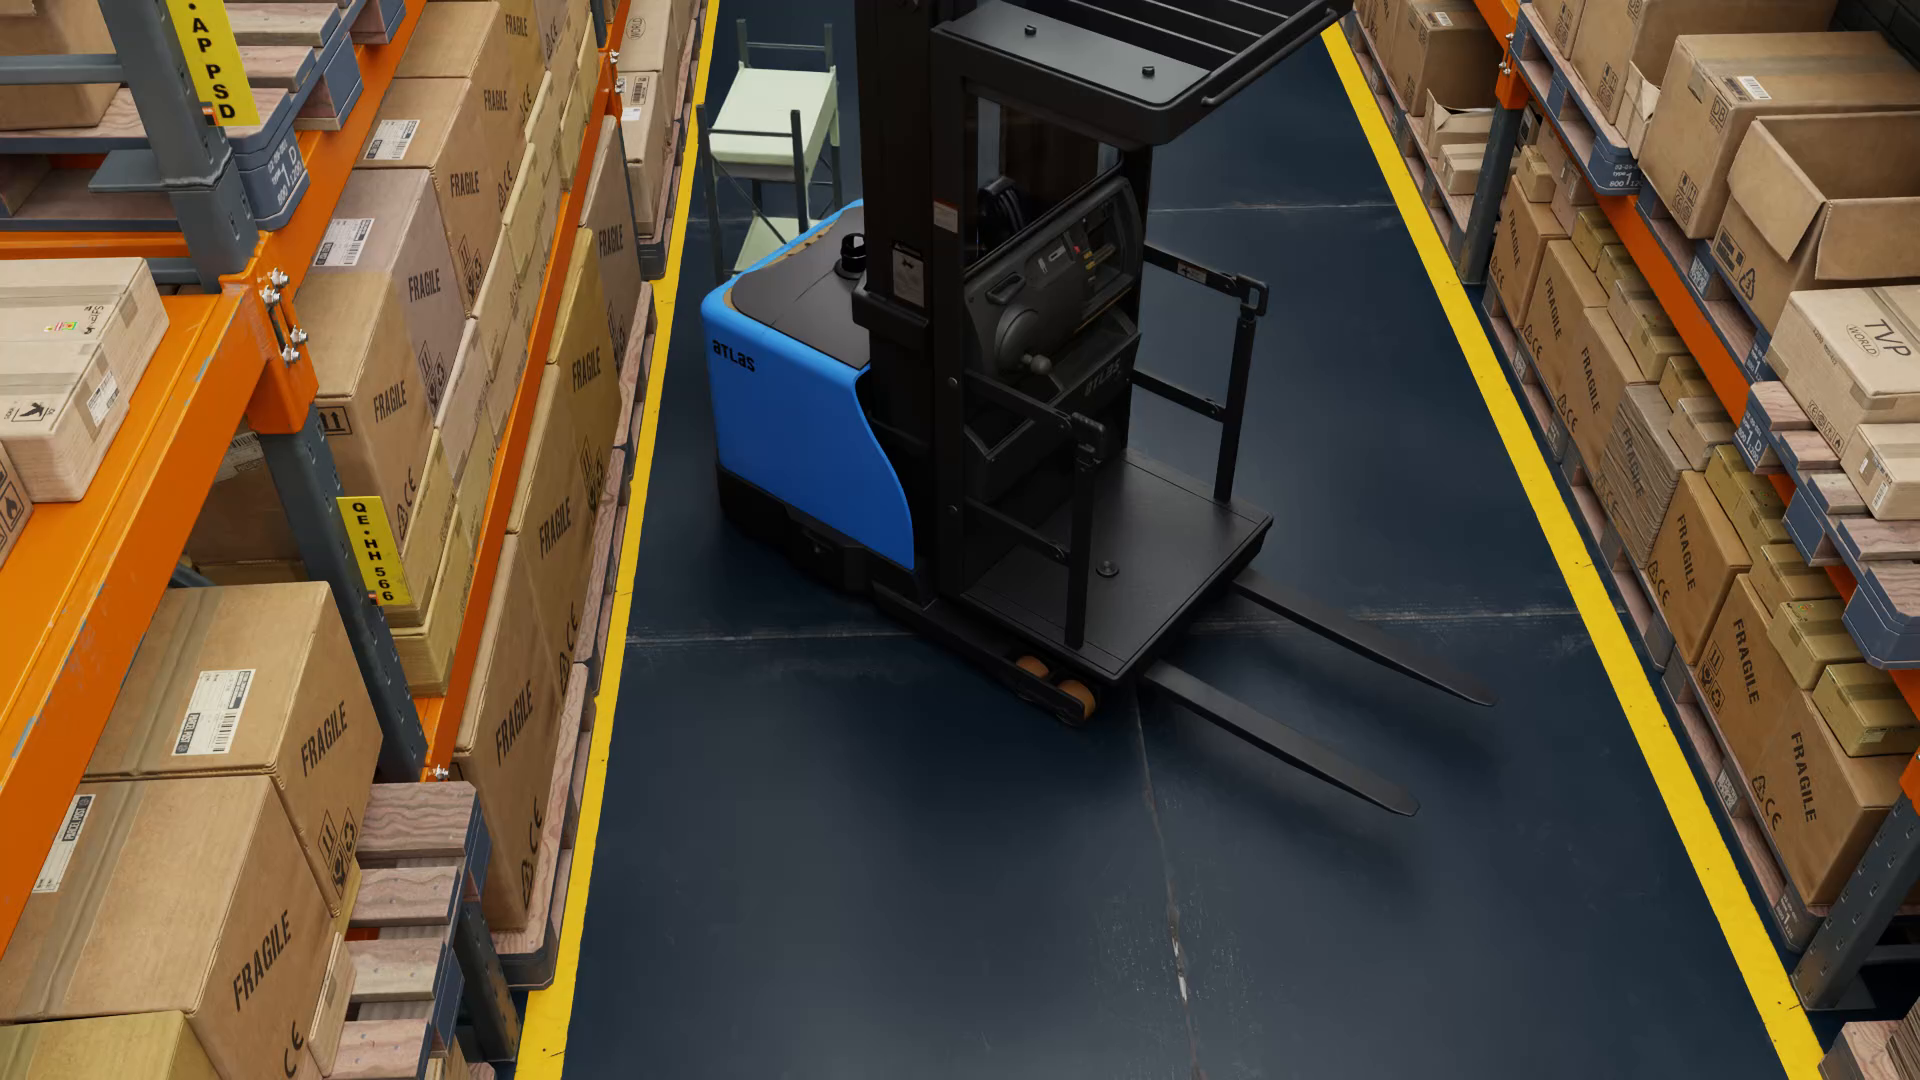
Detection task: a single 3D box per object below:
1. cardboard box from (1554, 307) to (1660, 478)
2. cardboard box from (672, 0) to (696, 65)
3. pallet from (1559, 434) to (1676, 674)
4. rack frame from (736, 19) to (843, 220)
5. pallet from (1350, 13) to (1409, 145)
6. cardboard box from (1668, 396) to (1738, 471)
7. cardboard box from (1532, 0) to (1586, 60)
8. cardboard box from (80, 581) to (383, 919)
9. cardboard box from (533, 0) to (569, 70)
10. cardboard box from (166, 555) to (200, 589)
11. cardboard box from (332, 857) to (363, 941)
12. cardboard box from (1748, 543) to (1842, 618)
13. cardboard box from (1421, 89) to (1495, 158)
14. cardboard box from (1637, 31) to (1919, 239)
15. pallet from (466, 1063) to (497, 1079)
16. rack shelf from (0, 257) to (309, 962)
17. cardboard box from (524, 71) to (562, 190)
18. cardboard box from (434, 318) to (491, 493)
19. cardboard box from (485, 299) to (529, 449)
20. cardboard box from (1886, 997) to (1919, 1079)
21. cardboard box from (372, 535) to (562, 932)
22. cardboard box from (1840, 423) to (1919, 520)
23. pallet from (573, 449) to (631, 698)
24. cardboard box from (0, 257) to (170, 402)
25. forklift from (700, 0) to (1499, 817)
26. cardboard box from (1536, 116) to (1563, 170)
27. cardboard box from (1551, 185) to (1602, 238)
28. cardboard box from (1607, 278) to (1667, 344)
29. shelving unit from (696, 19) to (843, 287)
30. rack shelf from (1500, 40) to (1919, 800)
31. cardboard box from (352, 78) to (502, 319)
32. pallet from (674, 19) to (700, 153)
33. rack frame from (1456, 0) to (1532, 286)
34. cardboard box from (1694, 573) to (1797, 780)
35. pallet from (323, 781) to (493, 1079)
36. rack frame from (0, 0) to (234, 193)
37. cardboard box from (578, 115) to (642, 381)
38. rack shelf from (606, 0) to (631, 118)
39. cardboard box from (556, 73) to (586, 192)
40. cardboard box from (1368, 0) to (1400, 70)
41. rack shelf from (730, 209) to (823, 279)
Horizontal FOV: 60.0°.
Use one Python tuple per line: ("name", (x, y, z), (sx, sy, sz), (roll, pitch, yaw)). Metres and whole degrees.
("cardboard box", (2.789, -0.602, 6.726), (0.500, 0.500, 0.500), (-3, 43, -3))
("cardboard box", (-2.010, -3.103, 9.501), (0.875, 0.438, 0.875), (-1, 43, -1))
("pallet", (3.071, 0.004, 6.590), (1.003, 0.211, 1.213), (-2, 43, -2))
("rack frame", (-0.723, -1.579, 7.363), (0.400, 1.500, 0.023), (4, 43, 5))
("pallet", (2.861, -2.659, 9.495), (1.003, 0.211, 1.213), (-2, 43, -2))
("cardboard box", (2.812, -0.392, 6.017), (0.380, 0.149, 0.250), (-4, 43, -4))
("cardboard box", (2.741, -2.256, 6.607), (0.700, 0.500, 0.500), (-1, 43, -1))
("cardboard box", (-1.548, 0.445, 3.440), (0.500, 0.500, 0.500), (-3, 43, -3))
("cardboard box", (-1.716, -2.015, 5.914), (0.500, 0.500, 0.500), (-1, 43, -1))
("cardboard box", (-2.120, -0.001, 4.272), (0.500, 0.250, 0.500), (-2, 43, -2))
("cardboard box", (-1.512, 0.779, 3.556), (0.380, 0.149, 0.250), (-1, 43, -1))
("cardboard box", (2.830, 0.142, 5.435), (0.380, 0.149, 0.250), (-3, 43, -3))
("cardboard box", (2.612, -2.153, 8.592), (0.396, 0.266, 0.258), (0, 43, 0))
("cardboard box", (2.796, -1.377, 5.648), (0.700, 0.500, 0.500), (-2, 43, -2))
("pallet", (-1.813, 2.003, 4.408), (1.003, 0.211, 1.213), (-2, 43, -2))
("rack shelf", (-1.760, 0.957, 1.798), (1.077, 0.370, 4.000), (-2, 43, -2))
("cardboard box", (-1.697, -1.404, 5.803), (0.500, 0.250, 0.500), (-1, 43, -1))
("cardboard box", (-1.641, -0.380, 4.685), (0.500, 0.250, 0.500), (-1, 43, -1))
("cardboard box", (-1.670, -0.535, 5.225), (0.500, 0.250, 0.500), (0, 43, 0))
("cardboard box", (3.127, 1.445, 4.401), (0.875, 0.625, 0.625), (0, 43, 0))
("cardboard box", (-1.791, 0.607, 5.129), (0.875, 0.875, 0.875), (-2, 43, -2))
("cardboard box", (2.703, -0.192, 4.615), (0.380, 0.149, 0.250), (-1, 43, -1))
("pallet", (-1.852, 0.119, 6.463), (1.003, 0.211, 1.213), (-2, 43, -2))
("cardboard box", (-1.622, -0.359, 2.888), (0.380, 0.149, 0.250), (-2, 43, -2))
("forklift", (0.493, -0.820, 5.476), (3.031, 2.935, 1.130), (28, 49, 27))
("cardboard box", (2.754, -1.732, 7.258), (0.380, 0.149, 0.250), (-2, 43, -3))
("cardboard box", (2.782, -1.436, 7.155), (0.380, 0.149, 0.250), (-3, 43, -3))
("cardboard box", (2.803, -0.908, 6.580), (0.380, 0.149, 0.250), (-2, 43, -2))
("shelving unit", (-0.765, -1.334, 7.095), (0.431, 1.500, 0.755), (4, 43, 5))
("rack shelf", (3.029, -0.782, 5.916), (1.077, 0.370, 4.000), (-2, 43, -2))
("cardboard box", (-1.659, -0.982, 4.788), (0.500, 0.500, 0.500), (-1, 43, -1))
("pallet", (-2.024, -2.566, 9.393), (1.003, 0.211, 1.213), (-2, 43, -2))
("rack frame", (2.944, -2.398, 7.146), (1.000, 3.000, 0.127), (-2, 43, -2))
("cardboard box", (2.870, 0.452, 5.576), (0.500, 0.500, 0.500), (-2, 43, -2))
("pallet", (-1.708, 0.996, 3.585), (1.213, 0.211, 1.003), (-2, 43, -2))
("rack frame", (-1.845, -1.764, 2.015), (1.000, 3.000, 0.127), (-2, 43, -2))
("cardboard box", (-1.909, -1.208, 7.110), (0.875, 0.875, 0.875), (0, 43, 0))
("rack shelf", (-2.100, -3.338, 8.704), (1.077, 0.370, 4.000), (-2, 43, -2))
("cardboard box", (-1.724, -1.558, 6.341), (0.500, 0.250, 0.500), (-2, 43, -2))
("cardboard box", (2.625, -2.978, 9.318), (0.500, 0.500, 0.500), (-1, 43, -1))
("rack shelf", (-0.765, -1.093, 7.315), (0.431, 0.370, 0.720), (4, 43, 5))
